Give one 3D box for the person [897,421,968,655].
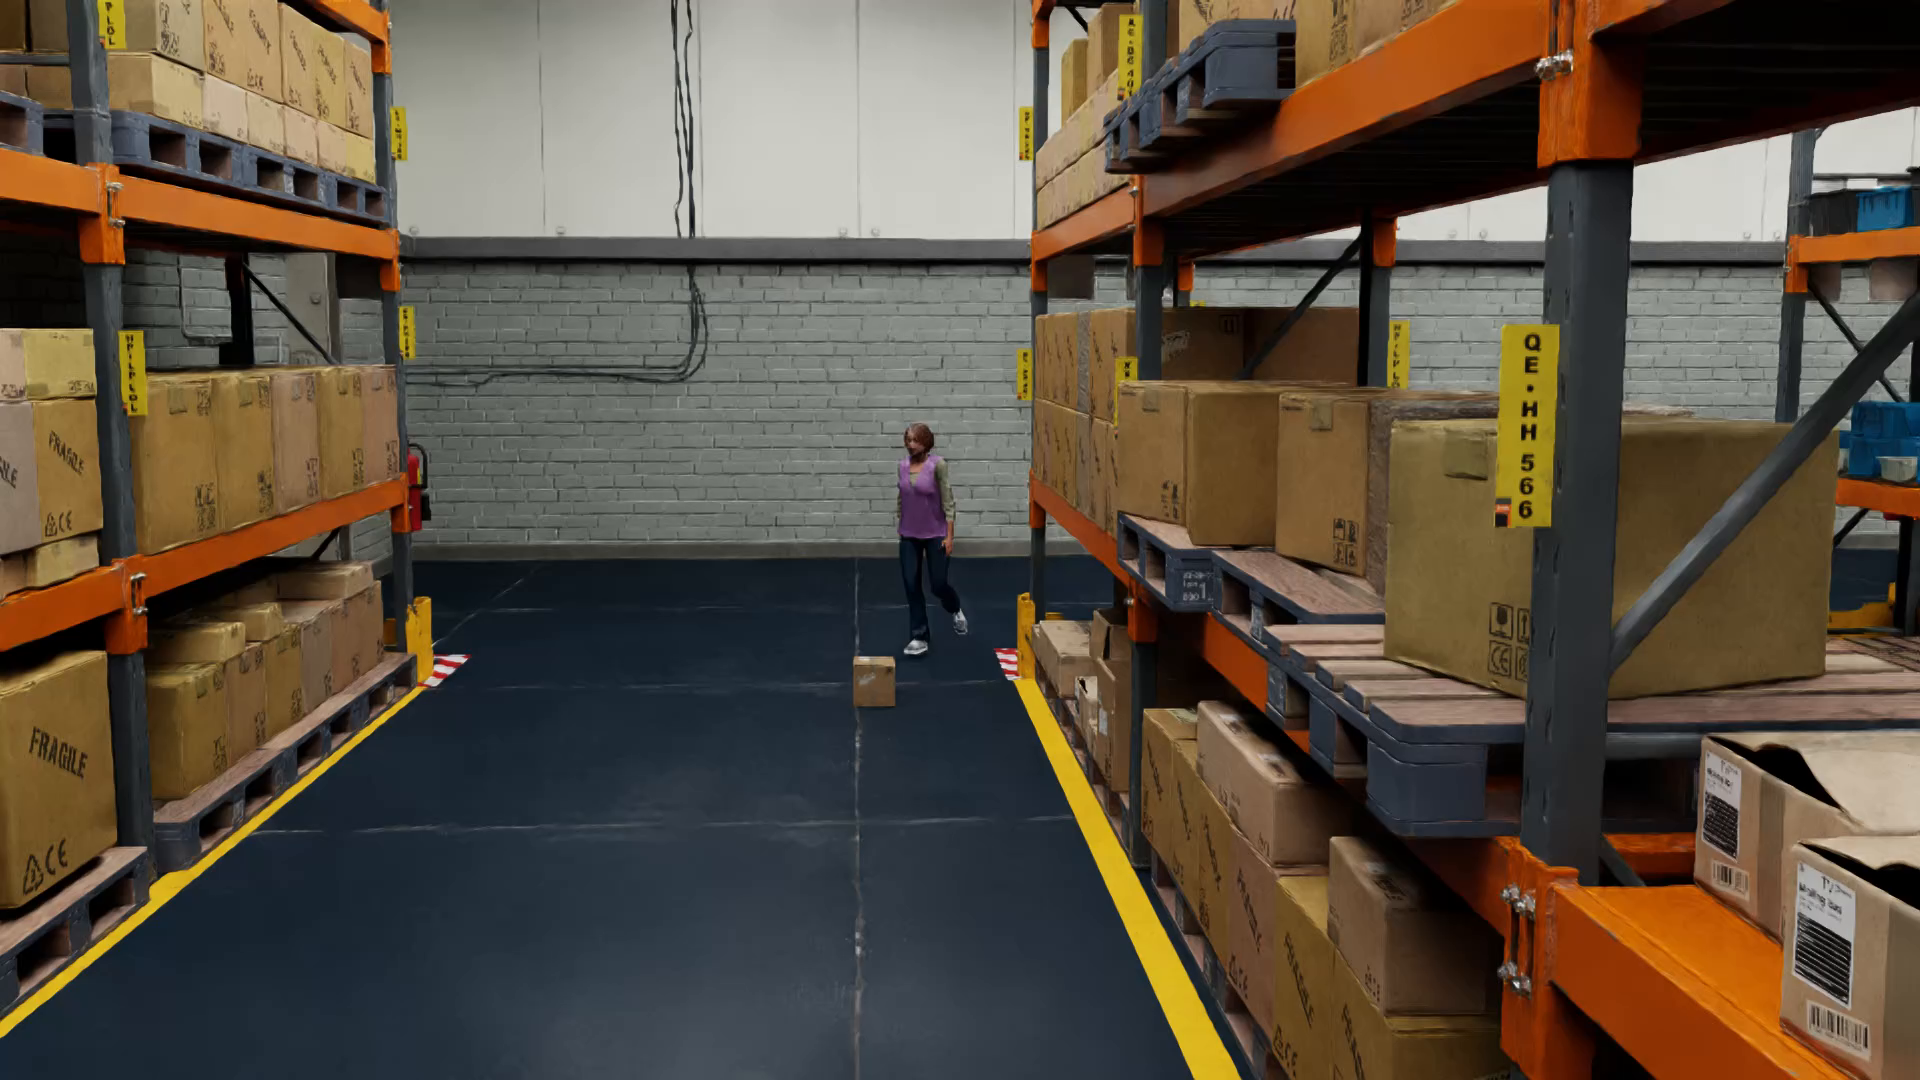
[{"bbox_3d":[-0.201,-0.029,11.396,0.448,1.578,0.624,3,8,24],"label":"person"}]
